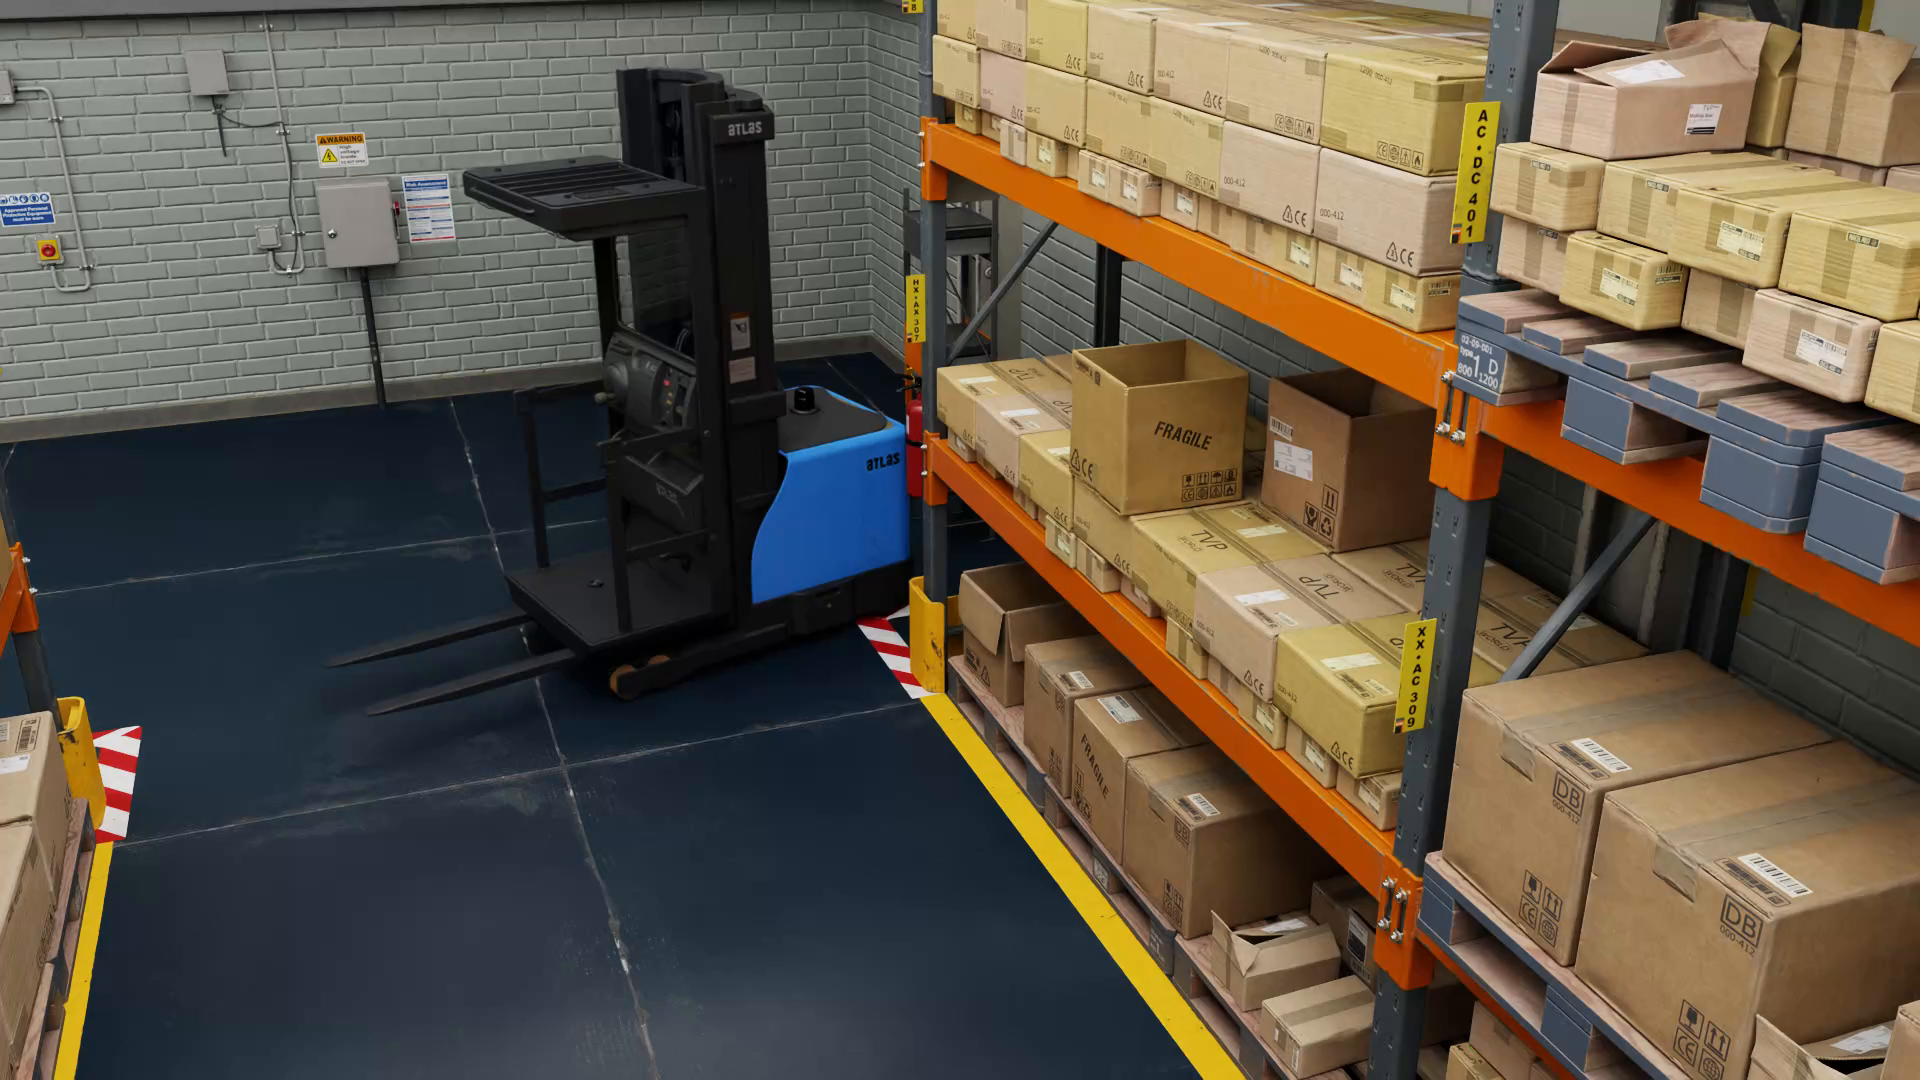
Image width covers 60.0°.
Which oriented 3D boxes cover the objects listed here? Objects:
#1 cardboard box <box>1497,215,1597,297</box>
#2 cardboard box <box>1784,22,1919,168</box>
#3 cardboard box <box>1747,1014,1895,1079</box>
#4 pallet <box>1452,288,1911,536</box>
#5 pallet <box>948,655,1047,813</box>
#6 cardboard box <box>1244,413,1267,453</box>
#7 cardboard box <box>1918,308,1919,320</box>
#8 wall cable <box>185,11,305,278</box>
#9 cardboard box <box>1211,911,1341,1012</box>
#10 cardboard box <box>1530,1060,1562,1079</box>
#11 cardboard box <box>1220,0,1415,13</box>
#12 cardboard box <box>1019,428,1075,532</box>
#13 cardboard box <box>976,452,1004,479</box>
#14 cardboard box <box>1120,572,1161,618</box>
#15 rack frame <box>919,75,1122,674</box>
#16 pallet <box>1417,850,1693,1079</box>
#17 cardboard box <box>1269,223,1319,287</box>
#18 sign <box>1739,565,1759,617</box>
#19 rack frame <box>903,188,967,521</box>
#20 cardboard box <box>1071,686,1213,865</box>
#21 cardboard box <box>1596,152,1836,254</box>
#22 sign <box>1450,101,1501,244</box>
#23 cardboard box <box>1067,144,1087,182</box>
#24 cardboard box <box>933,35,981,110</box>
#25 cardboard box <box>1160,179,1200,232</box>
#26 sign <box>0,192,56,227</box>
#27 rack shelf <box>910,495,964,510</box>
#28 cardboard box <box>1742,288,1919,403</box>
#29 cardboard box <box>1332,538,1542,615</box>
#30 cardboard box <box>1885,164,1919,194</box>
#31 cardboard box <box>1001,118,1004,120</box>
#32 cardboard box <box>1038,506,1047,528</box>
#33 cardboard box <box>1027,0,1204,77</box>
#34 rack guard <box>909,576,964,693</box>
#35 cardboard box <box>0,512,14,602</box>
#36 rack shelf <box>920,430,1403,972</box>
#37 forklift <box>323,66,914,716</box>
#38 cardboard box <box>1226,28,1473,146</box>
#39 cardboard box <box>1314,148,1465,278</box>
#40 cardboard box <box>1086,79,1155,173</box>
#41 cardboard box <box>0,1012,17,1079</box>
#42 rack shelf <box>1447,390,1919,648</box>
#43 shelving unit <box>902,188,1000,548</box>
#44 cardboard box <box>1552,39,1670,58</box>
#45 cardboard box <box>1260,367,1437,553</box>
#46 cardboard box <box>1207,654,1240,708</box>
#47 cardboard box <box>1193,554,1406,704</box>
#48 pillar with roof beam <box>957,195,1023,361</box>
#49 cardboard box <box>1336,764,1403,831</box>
[{"bbox_3d":[1.449,-0.659,3.743,0.380,0.149,0.250,-8,24,-18],"label":"cardboard box"},{"bbox_3d":[2.012,-0.957,3.533,0.396,0.266,0.258,-8,24,-19],"label":"cardboard box"},{"bbox_3d":[1.847,1.110,3.387,0.396,0.266,0.258,-7,24,-16],"label":"cardboard box"},{"bbox_3d":[1.880,-0.365,3.634,1.213,0.211,1.003,-8,24,-19],"label":"pallet"},{"bbox_3d":[0.612,0.833,8.002,1.003,0.211,1.213,-8,24,-19],"label":"pallet"},{"bbox_3d":[1.065,-0.338,7.001,0.500,0.250,0.500,-8,24,-17],"label":"cardboard box"},{"bbox_3d":[1.882,-0.430,2.818,0.380,0.149,0.250,-8,24,-18],"label":"cardboard box"},{"bbox_3d":[-5.031,-2.799,11.722,0.588,1.984,0.122,-8,24,-19],"label":"wall cable"},{"bbox_3d":[1.118,1.459,5.907,0.396,0.266,0.258,-7,24,-17],"label":"cardboard box"},{"bbox_3d":[1.730,1.461,4.381,0.380,0.149,0.250,-10,25,-22],"label":"cardboard box"},{"bbox_3d":[1.247,-1.766,5.883,0.500,0.250,0.500,-8,24,-19],"label":"cardboard box"},{"bbox_3d":[0.571,-0.269,6.835,0.500,0.250,0.500,-9,24,-20],"label":"cardboard box"},{"bbox_3d":[0.295,-0.410,7.685,0.380,0.149,0.250,-8,24,-18],"label":"cardboard box"},{"bbox_3d":[0.838,0.156,6.342,0.380,0.149,0.250,-8,24,-19],"label":"cardboard box"},{"bbox_3d":[0.302,-0.769,8.213,1.000,3.000,0.127,-8,24,-19],"label":"rack frame"},{"bbox_3d":[1.895,1.078,4.078,1.003,0.211,1.213,-8,24,-19],"label":"pallet"},{"bbox_3d":[1.142,-0.861,4.891,0.380,0.149,0.250,-8,24,-17],"label":"cardboard box"},{"bbox_3d":[2.233,0.073,4.724,0.100,0.325,0.005,-8,24,-19],"label":"sign"},{"bbox_3d":[-0.145,-1.116,10.195,0.400,2.100,0.015,-8,24,-19],"label":"rack frame"},{"bbox_3d":[0.788,0.946,6.821,0.500,0.500,0.500,-8,24,-18],"label":"cardboard box"},{"bbox_3d":[1.571,-0.703,3.465,0.380,0.149,0.250,-8,24,-18],"label":"cardboard box"},{"bbox_3d":[1.210,-0.859,3.899,0.100,0.325,0.005,-8,24,-19],"label":"sign"},{"bbox_3d":[0.625,-1.421,6.220,0.380,0.149,0.250,-9,24,-20],"label":"cardboard box"},{"bbox_3d":[0.203,-2.021,7.130,0.500,0.250,0.500,-9,24,-20],"label":"cardboard box"},{"bbox_3d":[0.897,-1.142,5.560,0.380,0.149,0.250,-8,24,-18],"label":"cardboard box"},{"bbox_3d":[-6.421,-2.273,11.432,0.327,0.218,0.001,-8,24,-19],"label":"sign"},{"bbox_3d":[-0.058,-0.370,10.262,0.431,0.518,0.480,-8,24,-19],"label":"rack shelf"},{"bbox_3d":[1.698,-0.378,3.076,0.380,0.149,0.250,-8,24,-18],"label":"cardboard box"},{"bbox_3d":[1.609,0.218,5.681,0.500,0.250,0.500,-9,24,-19],"label":"cardboard box"},{"bbox_3d":[2.139,-0.686,3.425,0.380,0.149,0.250,-9,24,-20],"label":"cardboard box"},{"bbox_3d":[0.389,-1.701,6.885,0.380,0.149,0.250,-8,24,-19],"label":"cardboard box"},{"bbox_3d":[0.551,-0.124,7.005,0.380,0.149,0.250,-8,24,-18],"label":"cardboard box"},{"bbox_3d":[0.576,-1.886,6.167,0.500,0.250,0.500,-9,24,-20],"label":"cardboard box"},{"bbox_3d":[0.329,0.410,8.633,1.175,0.500,0.348,-8,24,-19],"label":"rack guard"},{"bbox_3d":[-3.922,0.006,6.245,0.500,0.500,0.500,-8,24,-19],"label":"cardboard box"},{"bbox_3d":[1.009,0.289,6.629,1.077,0.370,4.000,-8,24,-19],"label":"rack shelf"},{"bbox_3d":[-1.743,-0.784,8.336,3.031,2.935,1.130,-16,28,-33],"label":"forklift"},{"bbox_3d":[1.124,-1.330,4.848,0.500,0.250,0.500,-9,24,-20],"label":"cardboard box"},{"bbox_3d":[1.310,-0.907,4.488,0.500,0.250,0.500,-8,24,-19],"label":"cardboard box"},{"bbox_3d":[0.776,-1.466,5.815,0.500,0.250,0.500,-9,24,-20],"label":"cardboard box"},{"bbox_3d":[-3.365,1.786,4.910,0.875,0.438,0.875,-9,25,-21],"label":"cardboard box"},{"bbox_3d":[2.422,0.360,2.598,1.077,0.370,4.000,-8,24,-19],"label":"rack shelf"},{"bbox_3d":[-0.059,-1.028,9.985,0.431,2.100,0.503,-8,24,-19],"label":"shelving unit"},{"bbox_3d":[1.806,-1.215,4.576,0.500,0.250,0.500,-9,24,-20],"label":"cardboard box"},{"bbox_3d":[1.438,-0.307,5.961,0.500,0.500,0.500,-9,24,-20],"label":"cardboard box"},{"bbox_3d":[1.072,0.437,5.675,0.380,0.149,0.250,-8,24,-18],"label":"cardboard box"},{"bbox_3d":[1.116,0.285,5.523,0.500,0.250,0.500,-8,24,-19],"label":"cardboard box"},{"bbox_3d":[-3.835,-4.046,8.264,9.100,9.000,0.400,-8,24,-19],"label":"pillar with roof beam"},{"bbox_3d":[1.366,0.719,5.006,0.380,0.149,0.250,-8,24,-18],"label":"cardboard box"}]
